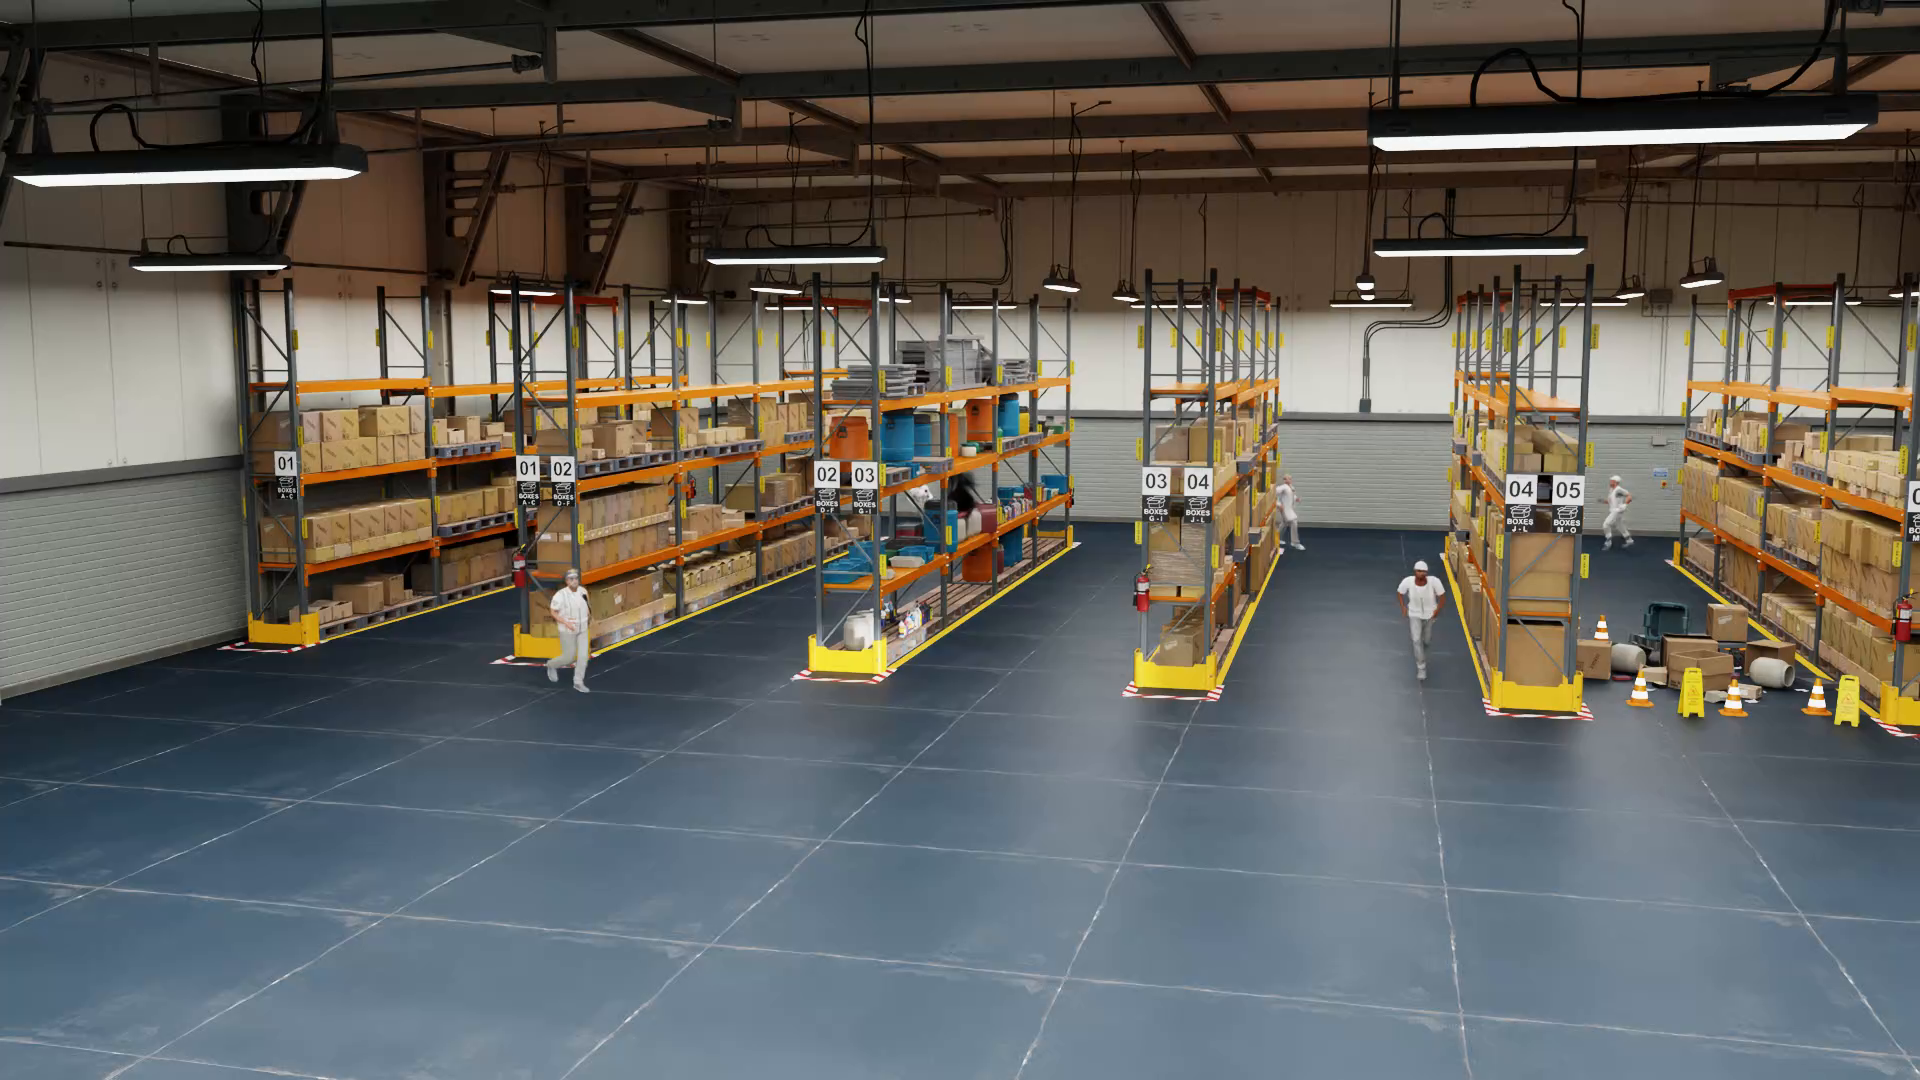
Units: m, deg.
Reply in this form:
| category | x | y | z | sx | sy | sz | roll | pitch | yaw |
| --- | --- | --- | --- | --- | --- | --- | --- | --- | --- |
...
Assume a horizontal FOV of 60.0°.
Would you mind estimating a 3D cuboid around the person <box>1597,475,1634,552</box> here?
| category | x | y | z | sx | sy | sz | roll | pitch | yaw |
| --- | --- | --- | --- | --- | --- | --- | --- | --- | --- |
| person | 15.624 | -0.616 | 39.504 | 0.918 | 1.834 | 0.671 | 1 | 7 | 5 |

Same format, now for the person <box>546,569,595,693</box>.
| category | x | y | z | sx | sy | sz | roll | pitch | yaw |
| --- | --- | --- | --- | --- | --- | --- | --- | --- | --- |
| person | -5.587 | 1.282 | 23.933 | 0.668 | 1.777 | 0.771 | -7 | 10 | -44 |

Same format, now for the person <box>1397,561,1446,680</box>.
| category | x | y | z | sx | sy | sz | roll | pitch | yaw |
| --- | --- | --- | --- | --- | --- | --- | --- | --- | --- |
| person | 6.934 | 1.165 | 25.030 | 0.700 | 1.754 | 1.000 | 1 | 7 | 10 |

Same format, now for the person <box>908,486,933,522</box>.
| category | x | y | z | sx | sy | sz | roll | pitch | yaw |
| --- | --- | --- | --- | --- | --- | --- | --- | --- | --- |
| person | -0.974 | -0.786 | 41.574 | 0.640 | 1.650 | 0.844 | -3 | 7 | -23 |

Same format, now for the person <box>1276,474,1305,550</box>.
| category | x | y | z | sx | sy | sz | roll | pitch | yaw |
| --- | --- | --- | --- | --- | --- | --- | --- | --- | --- |
| person | 7.862 | -0.680 | 40.061 | 0.928 | 1.813 | 0.803 | 4 | 8 | 31 |
